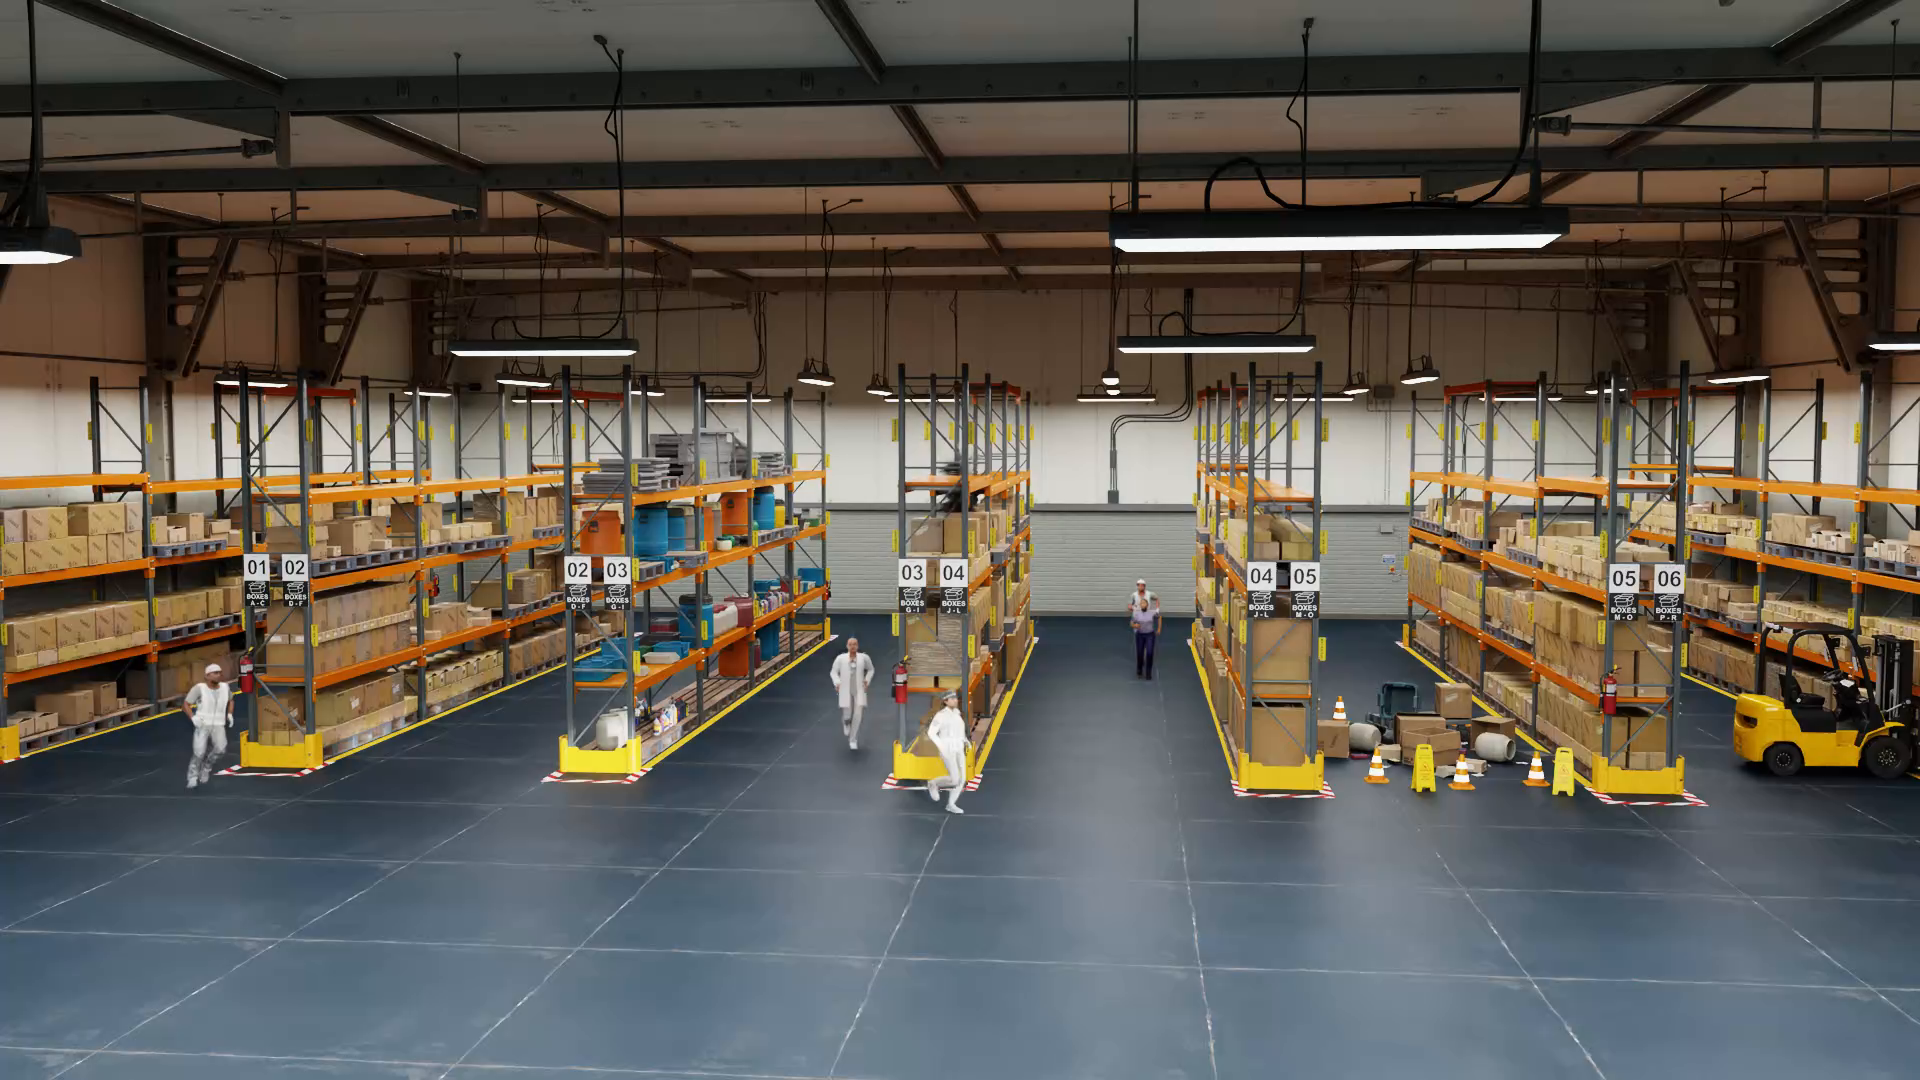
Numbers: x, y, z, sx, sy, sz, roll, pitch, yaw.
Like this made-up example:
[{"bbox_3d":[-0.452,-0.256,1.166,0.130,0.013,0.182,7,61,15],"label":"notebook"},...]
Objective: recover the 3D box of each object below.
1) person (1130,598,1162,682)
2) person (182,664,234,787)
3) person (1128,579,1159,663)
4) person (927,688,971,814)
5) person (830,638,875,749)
[{"bbox_3d":[3.779,2.020,33.831,0.612,1.686,0.869,1,4,11],"label":"person"},{"bbox_3d":[-10.613,2.624,23.602,0.744,1.715,0.540,-3,5,-43],"label":"person"},{"bbox_3d":[4.028,1.765,36.555,0.677,1.815,0.887,1,4,11],"label":"person"},{"bbox_3d":[-0.147,2.772,21.991,0.559,1.657,0.627,3,5,41],"label":"person"},{"bbox_3d":[-1.712,2.433,26.602,0.711,1.743,0.756,0,4,-7],"label":"person"}]
